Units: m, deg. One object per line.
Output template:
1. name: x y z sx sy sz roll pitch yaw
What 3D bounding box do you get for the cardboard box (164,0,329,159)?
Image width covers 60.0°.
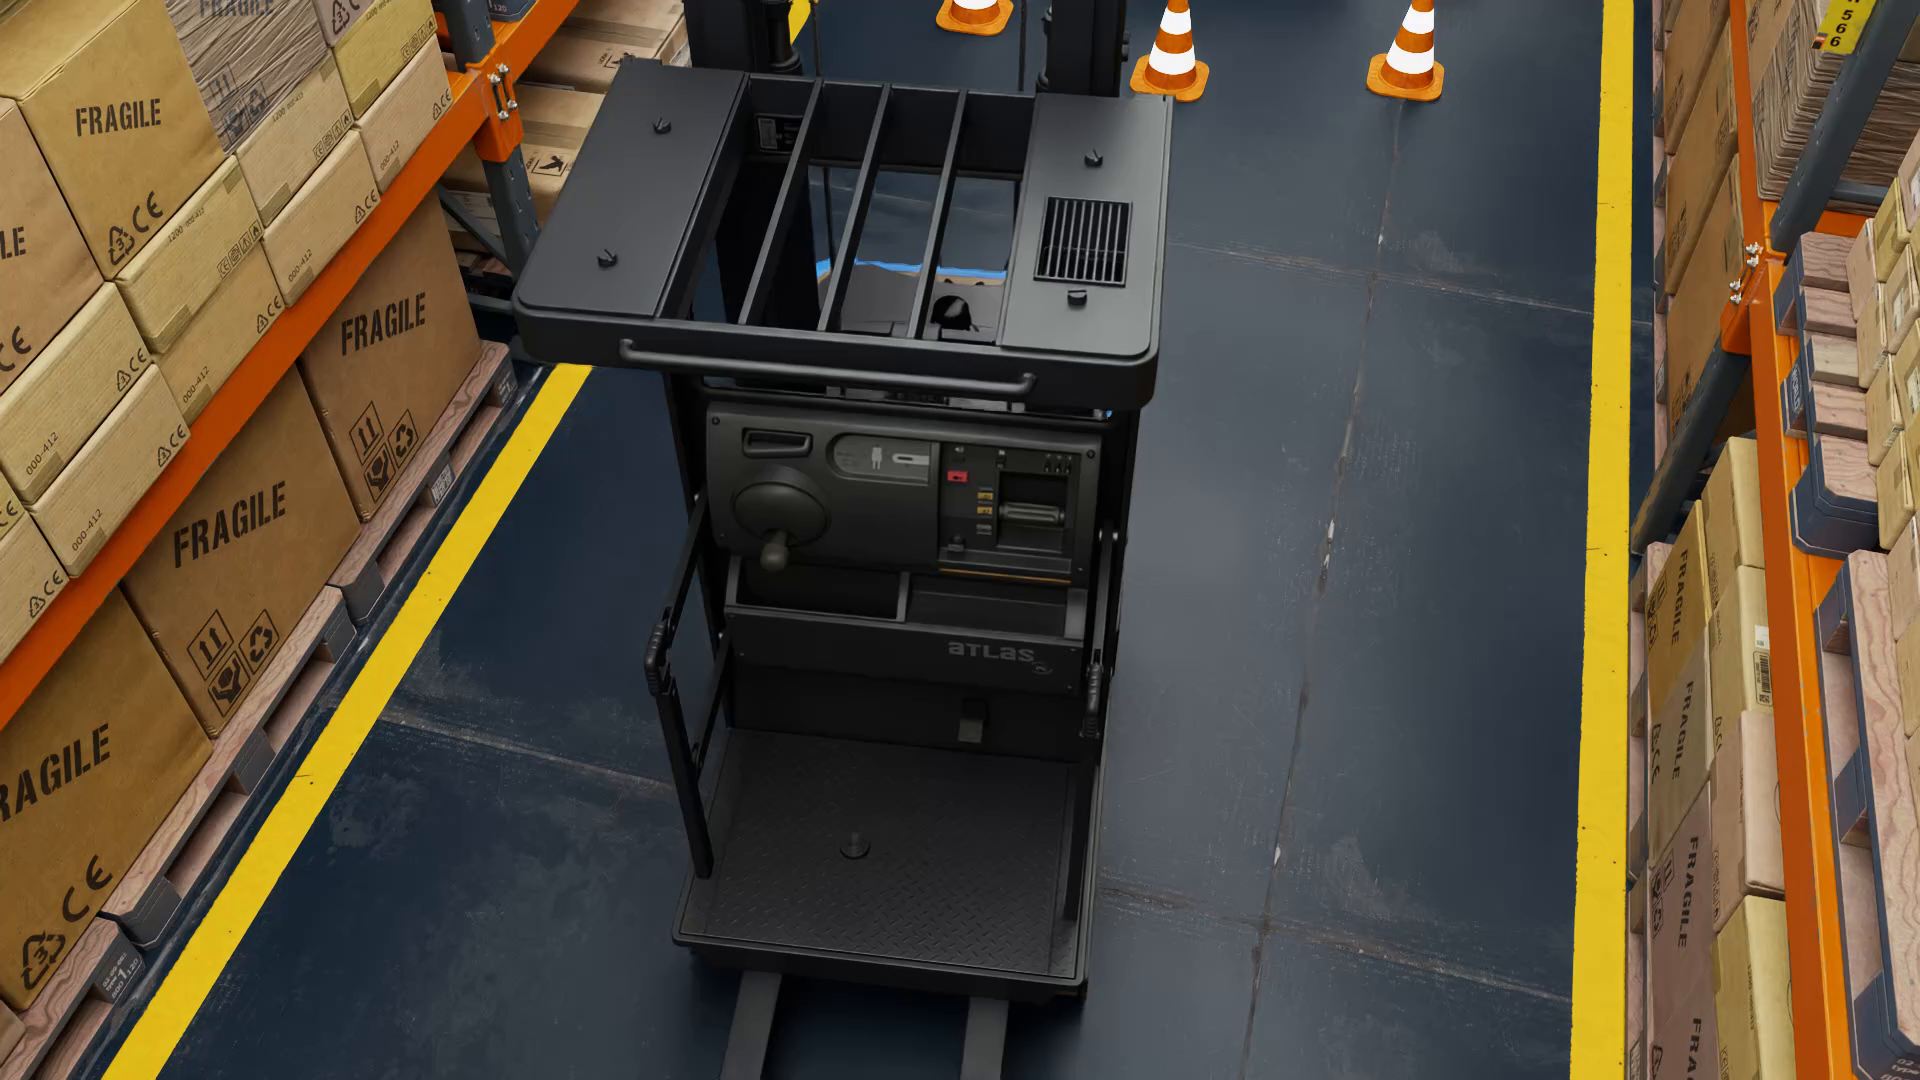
1. cardboard box: -2.017 -1.355 4.211 0.500 0.500 0.500 12 50 11

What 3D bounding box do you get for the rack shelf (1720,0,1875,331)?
1. rack shelf: 3.322 -2.094 6.077 1.077 0.370 4.000 12 50 10

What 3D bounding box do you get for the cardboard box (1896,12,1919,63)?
1. cardboard box: 2.924 -1.572 4.403 0.700 0.500 0.500 11 50 10

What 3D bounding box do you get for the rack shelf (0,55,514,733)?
1. rack shelf: -2.533 -0.104 4.321 1.077 0.370 4.000 12 50 10

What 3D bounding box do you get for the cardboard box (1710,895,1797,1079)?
1. cardboard box: 1.969 1.105 3.661 0.500 0.250 0.500 10 49 8

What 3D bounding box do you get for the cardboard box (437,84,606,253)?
1. cardboard box: -1.848 -1.465 6.515 0.950 0.372 0.625 9 49 7

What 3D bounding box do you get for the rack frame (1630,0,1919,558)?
1. rack frame: 2.796 -0.885 4.531 1.000 3.000 0.127 12 50 10

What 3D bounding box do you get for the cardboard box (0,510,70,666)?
1. cardboard box: -2.404 0.146 3.721 0.500 0.250 0.500 11 50 10

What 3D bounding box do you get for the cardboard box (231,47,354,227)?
1. cardboard box: -2.020 -1.133 4.516 0.500 0.250 0.500 10 49 9

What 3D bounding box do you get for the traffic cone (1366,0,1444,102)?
1. traffic cone: 2.039 -2.267 7.442 0.336 0.463 0.334 12 50 10

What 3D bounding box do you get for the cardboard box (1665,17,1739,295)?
1. cardboard box: 3.270 -1.335 6.148 1.050 0.750 0.750 12 50 11

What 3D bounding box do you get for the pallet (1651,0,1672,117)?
1. pallet: 3.718 -2.283 7.624 1.003 0.211 1.213 12 50 10

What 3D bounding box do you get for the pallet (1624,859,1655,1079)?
1. pallet: 2.266 1.482 4.301 1.003 0.211 1.213 12 50 10

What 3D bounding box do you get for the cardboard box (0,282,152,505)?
1. cardboard box: -2.271 -0.383 3.854 0.500 0.250 0.500 10 49 9

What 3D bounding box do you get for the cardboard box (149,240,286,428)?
1. cardboard box: -2.156 -0.589 4.369 0.500 0.250 0.500 11 50 10

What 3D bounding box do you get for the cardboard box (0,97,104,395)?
1. cardboard box: -2.294 -0.632 3.574 0.500 0.500 0.500 11 49 9

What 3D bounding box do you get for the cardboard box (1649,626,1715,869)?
1. cardboard box: 2.235 0.629 4.582 0.500 0.500 0.500 12 50 10

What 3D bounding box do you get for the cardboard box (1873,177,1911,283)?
1. cardboard box: 2.475 -0.730 4.082 0.380 0.149 0.250 14 50 12

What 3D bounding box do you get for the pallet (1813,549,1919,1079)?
1. pallet: 2.314 0.618 3.332 1.003 0.211 1.213 12 50 10

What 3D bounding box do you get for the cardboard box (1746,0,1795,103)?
1. cardboard box: 2.788 -1.658 5.146 0.500 0.500 0.500 12 50 10

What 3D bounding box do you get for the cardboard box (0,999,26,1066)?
1. cardboard box: -2.973 1.204 3.824 0.875 0.875 0.875 13 50 11

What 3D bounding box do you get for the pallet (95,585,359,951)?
1. pallet: -2.609 0.569 5.107 1.003 0.211 1.213 12 50 10

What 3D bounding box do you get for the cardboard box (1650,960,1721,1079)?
1. cardboard box: 1.969 1.370 3.927 0.500 0.500 0.500 11 49 9

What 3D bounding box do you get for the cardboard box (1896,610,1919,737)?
1. cardboard box: 2.136 0.302 3.370 0.380 0.149 0.250 12 50 11

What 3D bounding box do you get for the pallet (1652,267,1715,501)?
1. pallet: 3.076 -0.518 6.066 1.003 0.211 1.213 12 50 10

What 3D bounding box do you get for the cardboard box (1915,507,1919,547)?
1. cardboard box: 2.206 0.023 3.418 0.380 0.149 0.250 12 50 10

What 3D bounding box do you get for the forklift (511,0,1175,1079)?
1. forklift: -0.164 0.007 3.789 1.130 2.935 3.031 5 49 5

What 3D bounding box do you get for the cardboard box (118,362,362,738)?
1. cardboard box: -2.507 -0.097 4.972 0.875 0.875 0.875 12 50 10

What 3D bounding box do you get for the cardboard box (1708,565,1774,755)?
1. cardboard box: 2.247 0.373 4.307 0.500 0.250 0.500 11 49 10

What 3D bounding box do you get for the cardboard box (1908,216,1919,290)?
1. cardboard box: 2.419 -0.647 3.811 0.380 0.149 0.250 10 49 9

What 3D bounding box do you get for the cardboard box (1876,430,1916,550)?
1. cardboard box: 2.273 -0.072 3.701 0.380 0.149 0.250 14 50 12

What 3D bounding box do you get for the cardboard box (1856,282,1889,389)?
1. cardboard box: 2.413 -0.463 4.046 0.380 0.149 0.250 14 50 12

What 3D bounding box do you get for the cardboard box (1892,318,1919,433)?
1. cardboard box: 2.339 -0.339 3.738 0.380 0.149 0.250 10 49 9

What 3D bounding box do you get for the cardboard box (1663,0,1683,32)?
1. cardboard box: 3.772 -2.706 7.358 1.050 0.750 0.750 11 50 10

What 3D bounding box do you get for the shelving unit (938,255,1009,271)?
1. shelving unit: 0.031 -0.531 5.618 0.258 0.900 0.210 5 49 5

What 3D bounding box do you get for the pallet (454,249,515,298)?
1. pallet: -1.799 -1.431 6.872 1.003 0.211 1.213 12 50 10

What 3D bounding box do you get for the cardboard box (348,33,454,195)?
1. cardboard box: -1.889 -1.322 5.016 0.500 0.250 0.500 10 49 9

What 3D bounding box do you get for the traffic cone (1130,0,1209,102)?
1. traffic cone: 0.959 -2.262 7.438 0.336 0.463 0.334 12 50 10
